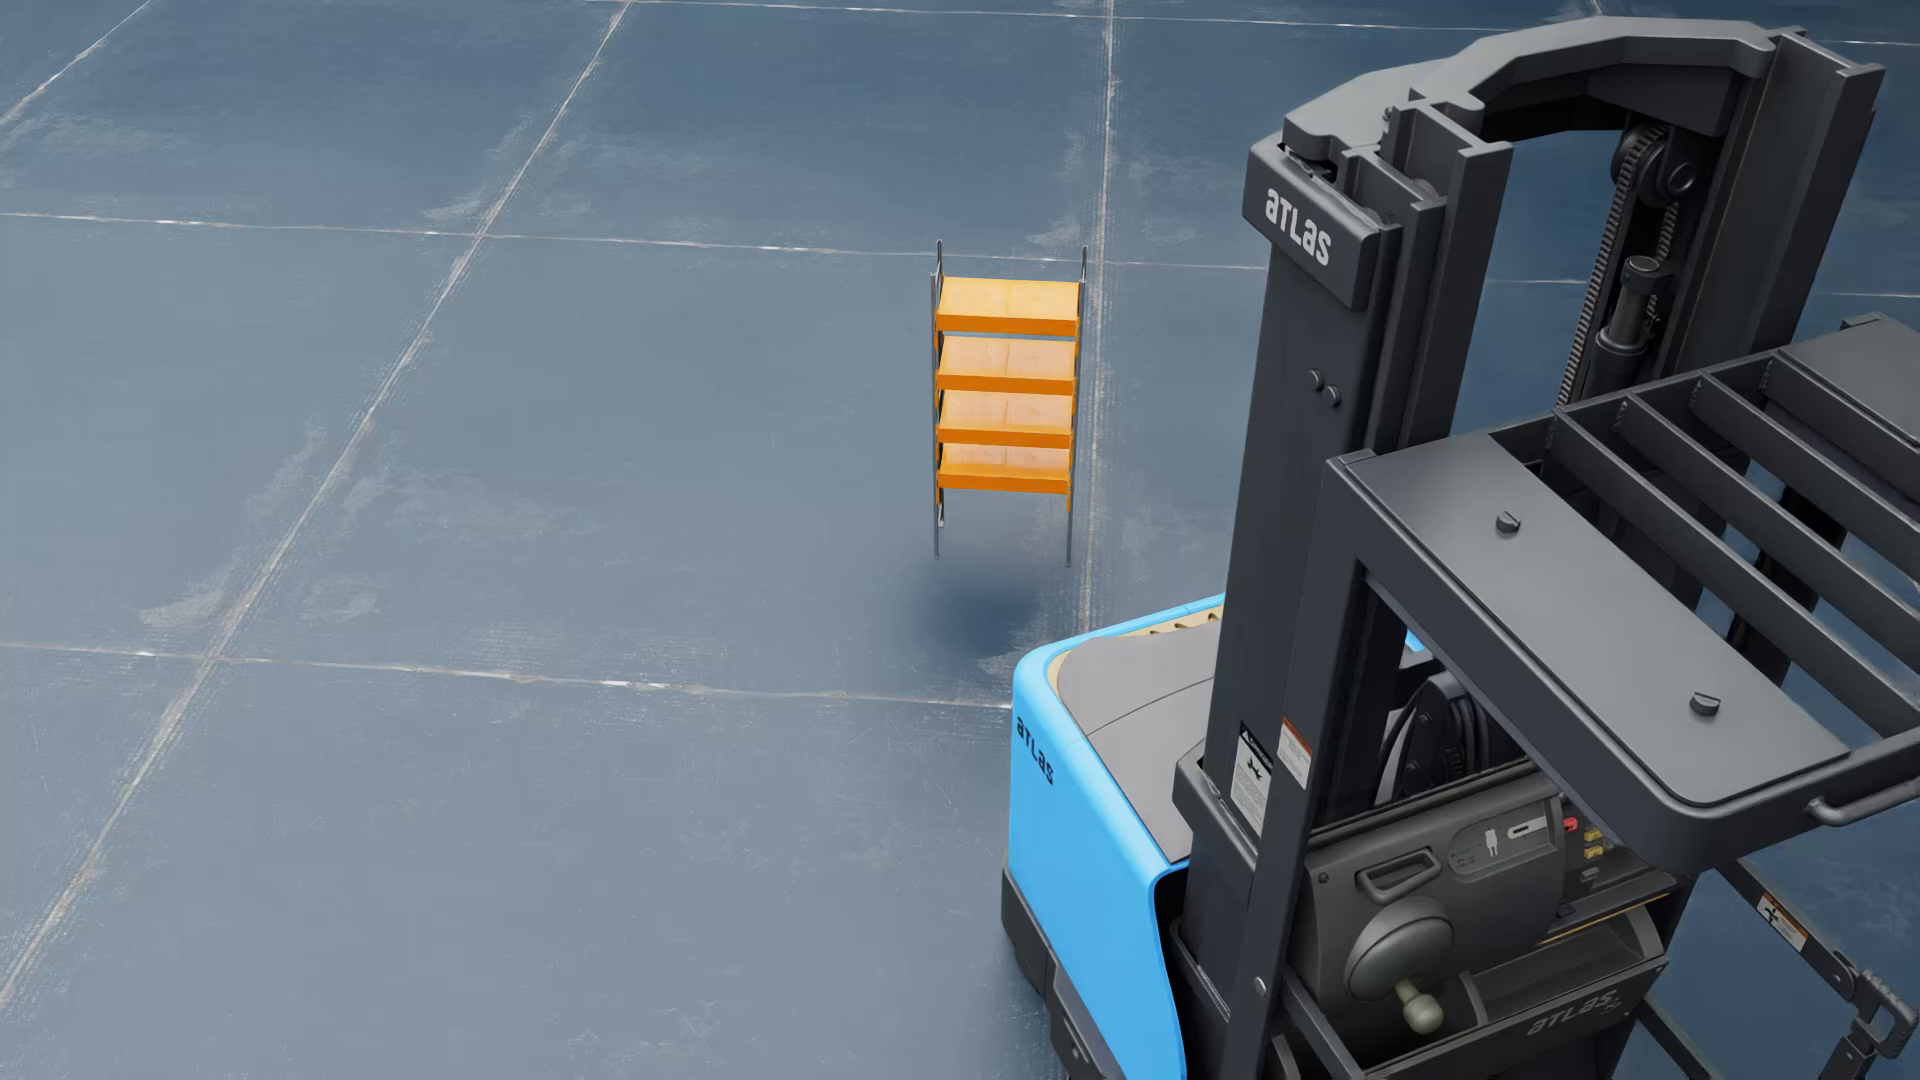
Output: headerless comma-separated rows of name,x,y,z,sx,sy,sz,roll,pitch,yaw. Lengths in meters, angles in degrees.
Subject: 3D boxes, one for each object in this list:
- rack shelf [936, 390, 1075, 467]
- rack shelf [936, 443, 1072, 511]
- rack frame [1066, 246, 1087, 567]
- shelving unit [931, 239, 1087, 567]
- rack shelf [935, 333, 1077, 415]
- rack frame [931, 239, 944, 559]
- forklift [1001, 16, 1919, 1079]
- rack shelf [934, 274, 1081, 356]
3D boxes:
rack shelf,0.165,-0.404,5.903,0.480,0.148,0.258,3,39,4
rack shelf,0.165,-0.250,6.028,0.480,0.148,0.258,3,39,4
rack frame,0.408,-0.443,5.844,0.015,1.200,0.240,3,39,4
shelving unit,0.165,-0.456,5.860,0.503,1.200,0.258,3,39,4
rack shelf,0.165,-0.578,5.761,0.480,0.148,0.258,3,39,4
rack frame,-0.078,-0.470,5.876,0.015,1.200,0.240,3,39,4
forklift,1.157,0.722,3.041,1.130,2.935,3.031,-15,41,-18
rack shelf,0.165,-0.761,5.612,0.480,0.148,0.258,3,39,4
